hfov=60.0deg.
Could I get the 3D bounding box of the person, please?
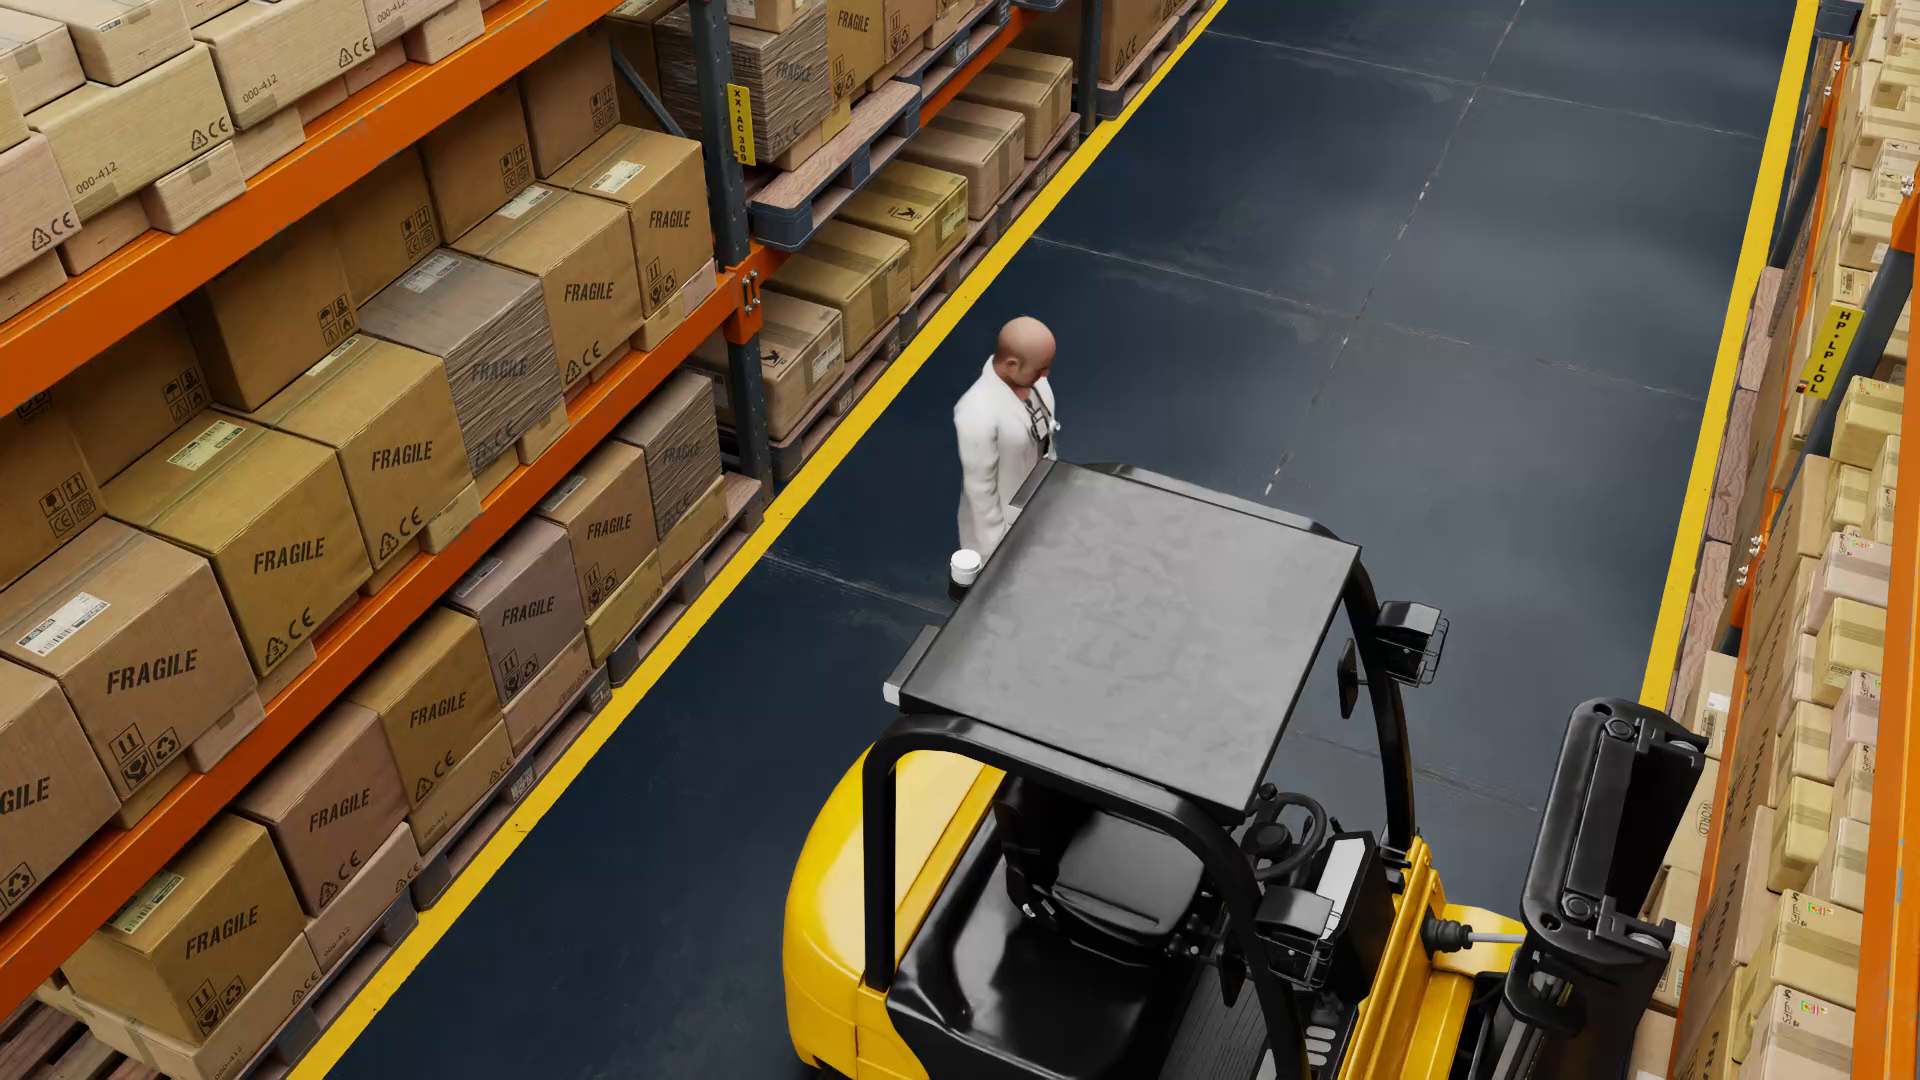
[{"bbox_3d":[0.205,-0.098,6.298,0.381,1.765,0.569,18,45,19],"label":"person"}]
